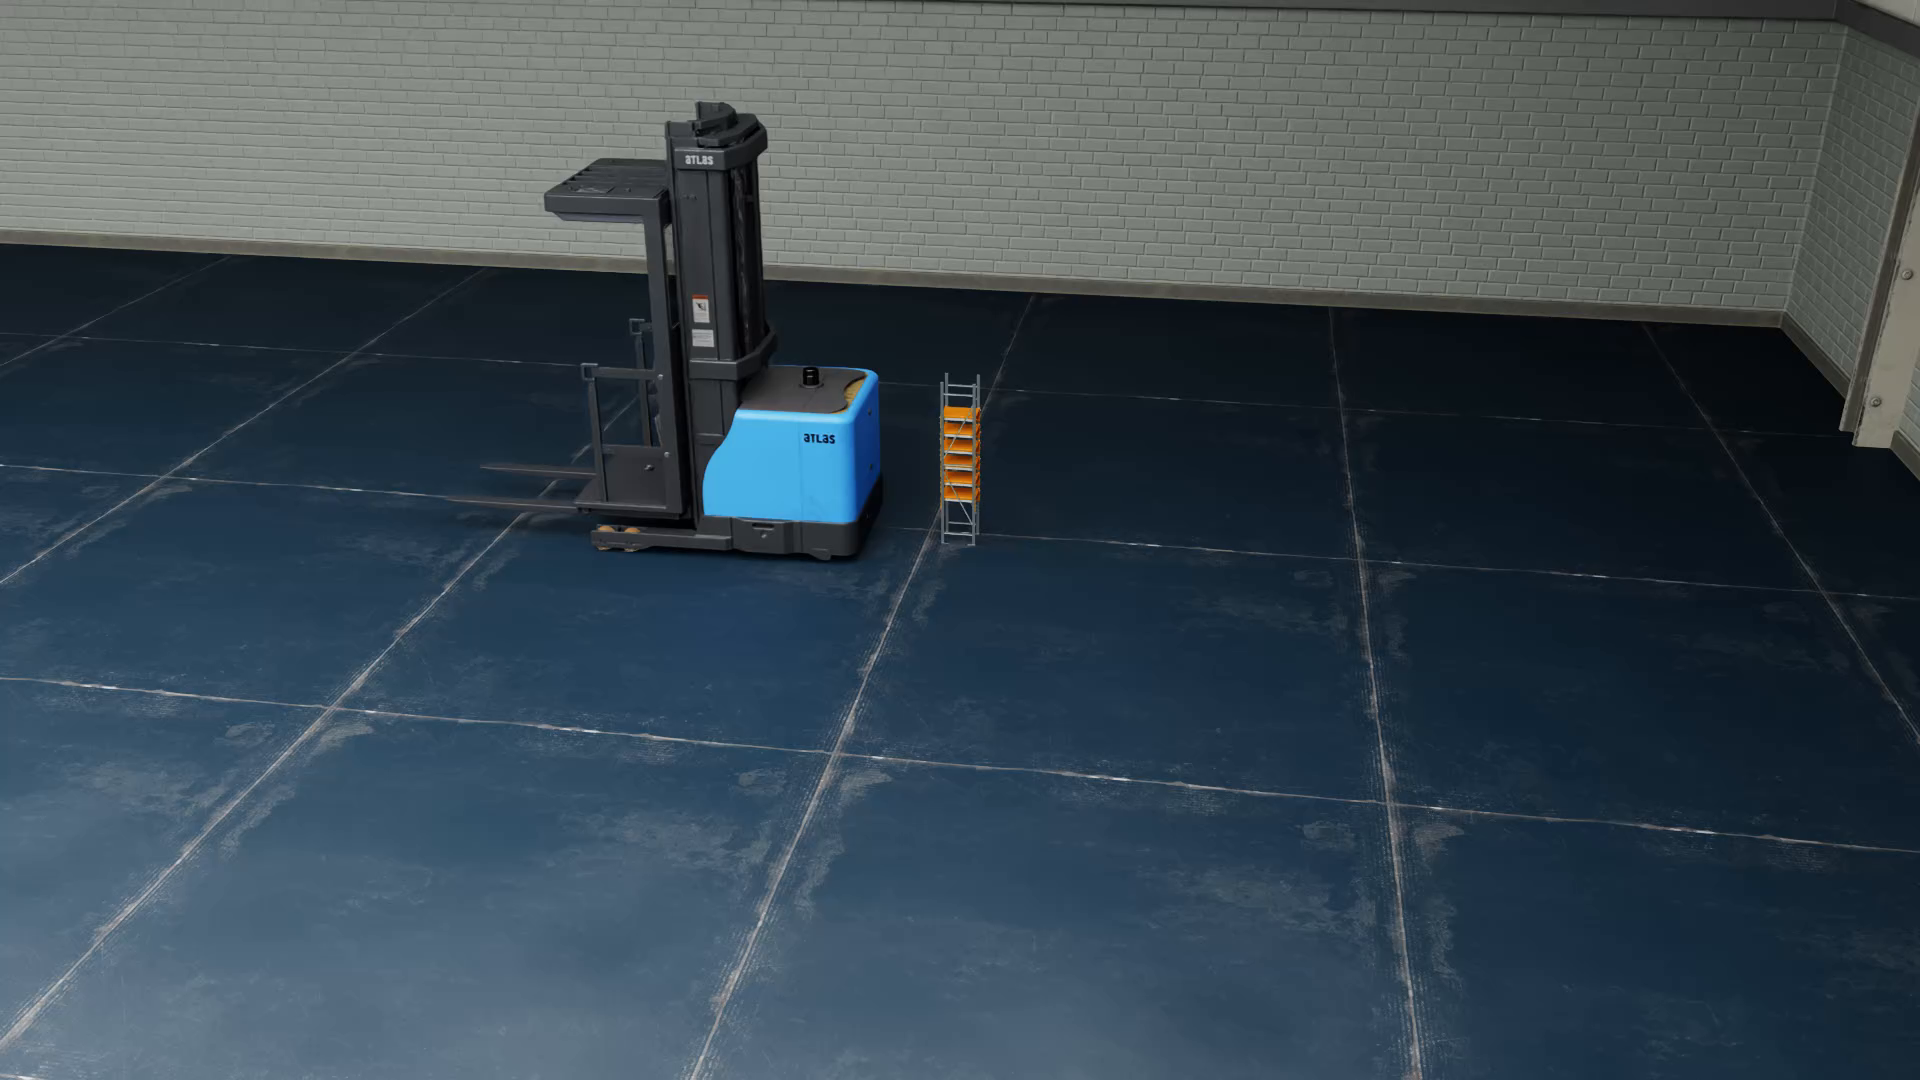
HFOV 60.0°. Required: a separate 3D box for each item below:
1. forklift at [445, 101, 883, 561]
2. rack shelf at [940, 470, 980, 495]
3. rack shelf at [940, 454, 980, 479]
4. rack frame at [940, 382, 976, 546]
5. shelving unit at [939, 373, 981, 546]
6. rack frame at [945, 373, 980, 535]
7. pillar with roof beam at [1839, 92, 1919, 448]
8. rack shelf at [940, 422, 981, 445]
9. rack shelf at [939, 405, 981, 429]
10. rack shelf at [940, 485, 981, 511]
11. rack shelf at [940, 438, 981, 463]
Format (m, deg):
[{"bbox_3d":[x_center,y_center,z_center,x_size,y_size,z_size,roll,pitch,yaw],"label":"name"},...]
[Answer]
[{"bbox_3d":[-2.124,-1.460,11.412,3.031,2.935,1.130,4,25,8],"label":"forklift"},{"bbox_3d":[0.002,-0.401,11.578,0.258,0.103,0.180,4,25,9],"label":"rack shelf"},{"bbox_3d":[0.002,-0.509,11.527,0.258,0.103,0.180,4,25,9],"label":"rack shelf"},{"bbox_3d":[-0.013,-0.511,11.427,0.240,1.200,0.006,4,25,9],"label":"rack frame"},{"bbox_3d":[0.002,-0.549,11.509,0.258,1.200,0.189,4,25,9],"label":"shelving unit"},{"bbox_3d":[0.017,-0.588,11.590,0.240,1.200,0.006,4,25,9],"label":"rack frame"},{"bbox_3d":[3.121,-5.201,12.247,9.100,9.000,0.400,4,25,9],"label":"pillar with roof beam"},{"bbox_3d":[0.002,-0.727,11.426,0.258,0.103,0.180,4,25,9],"label":"rack shelf"},{"bbox_3d":[0.002,-0.835,11.375,0.258,0.103,0.180,4,25,9],"label":"rack shelf"},{"bbox_3d":[0.002,-0.292,11.629,0.258,0.103,0.180,4,25,9],"label":"rack shelf"},{"bbox_3d":[0.002,-0.618,11.477,0.258,0.103,0.180,4,25,9],"label":"rack shelf"}]
